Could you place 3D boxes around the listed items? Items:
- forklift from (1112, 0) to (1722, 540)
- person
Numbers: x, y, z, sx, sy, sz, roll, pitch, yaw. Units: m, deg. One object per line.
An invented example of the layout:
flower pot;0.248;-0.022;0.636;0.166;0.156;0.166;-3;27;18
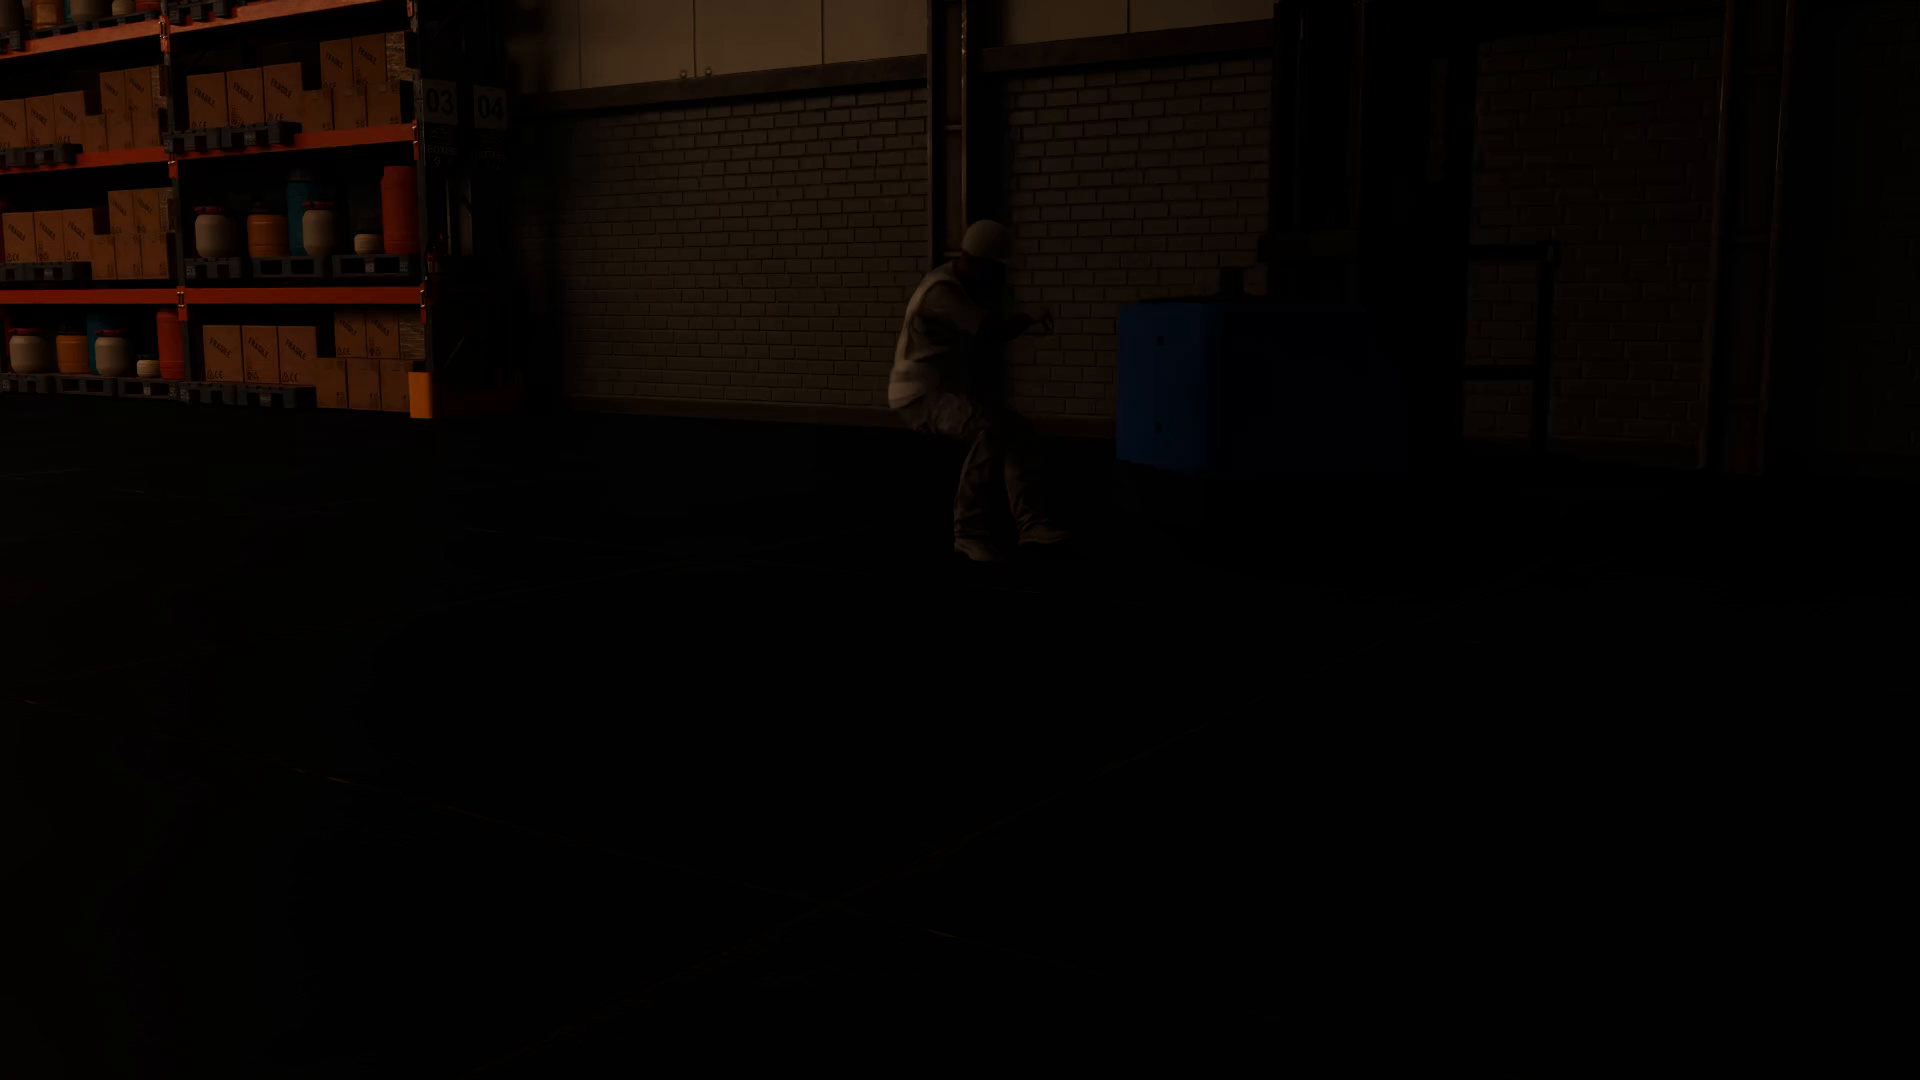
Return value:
forklift;2.329;-1.551;8.101;3.031;2.935;1.130;-3;9;-18
person;0.142;-0.690;7.496;0.957;1.470;1.232;3;9;19
